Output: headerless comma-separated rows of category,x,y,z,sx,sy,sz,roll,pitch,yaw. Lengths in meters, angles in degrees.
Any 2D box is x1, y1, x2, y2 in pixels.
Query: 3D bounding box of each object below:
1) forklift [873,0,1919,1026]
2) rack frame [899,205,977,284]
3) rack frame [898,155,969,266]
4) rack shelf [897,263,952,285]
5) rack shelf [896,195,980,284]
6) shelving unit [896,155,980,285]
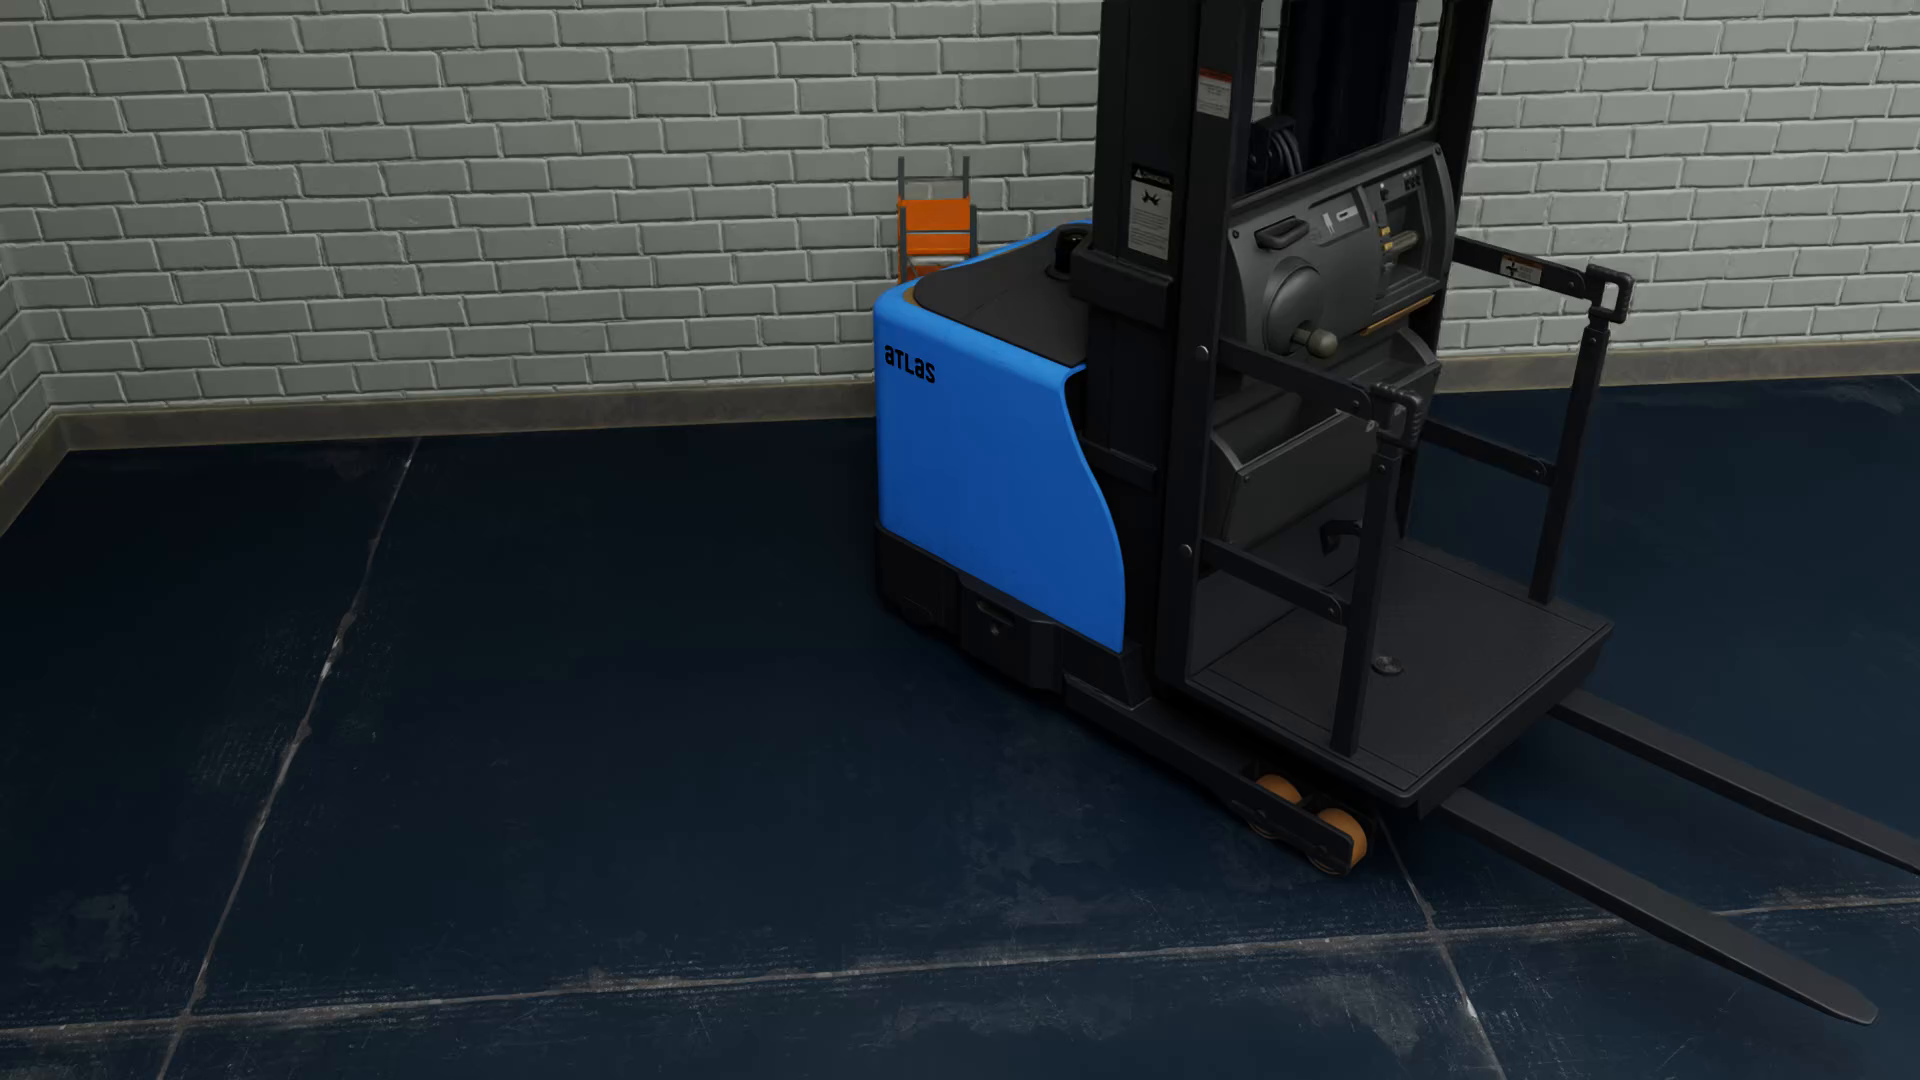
forklift,1.123,-0.696,4.056,1.130,2.935,3.031,-27,40,-37
rack frame,-0.067,-0.515,5.443,0.240,1.200,0.015,-1,31,-2
rack frame,-0.088,-0.765,5.861,0.240,1.200,0.015,-1,31,-2
rack shelf,-0.078,-0.775,5.572,0.258,0.148,0.480,-1,31,-2
rack shelf,-0.078,-0.978,5.450,0.258,0.148,0.480,-1,31,-2
shelving unit,-0.078,-0.640,5.652,0.258,1.200,0.503,-1,31,-2
